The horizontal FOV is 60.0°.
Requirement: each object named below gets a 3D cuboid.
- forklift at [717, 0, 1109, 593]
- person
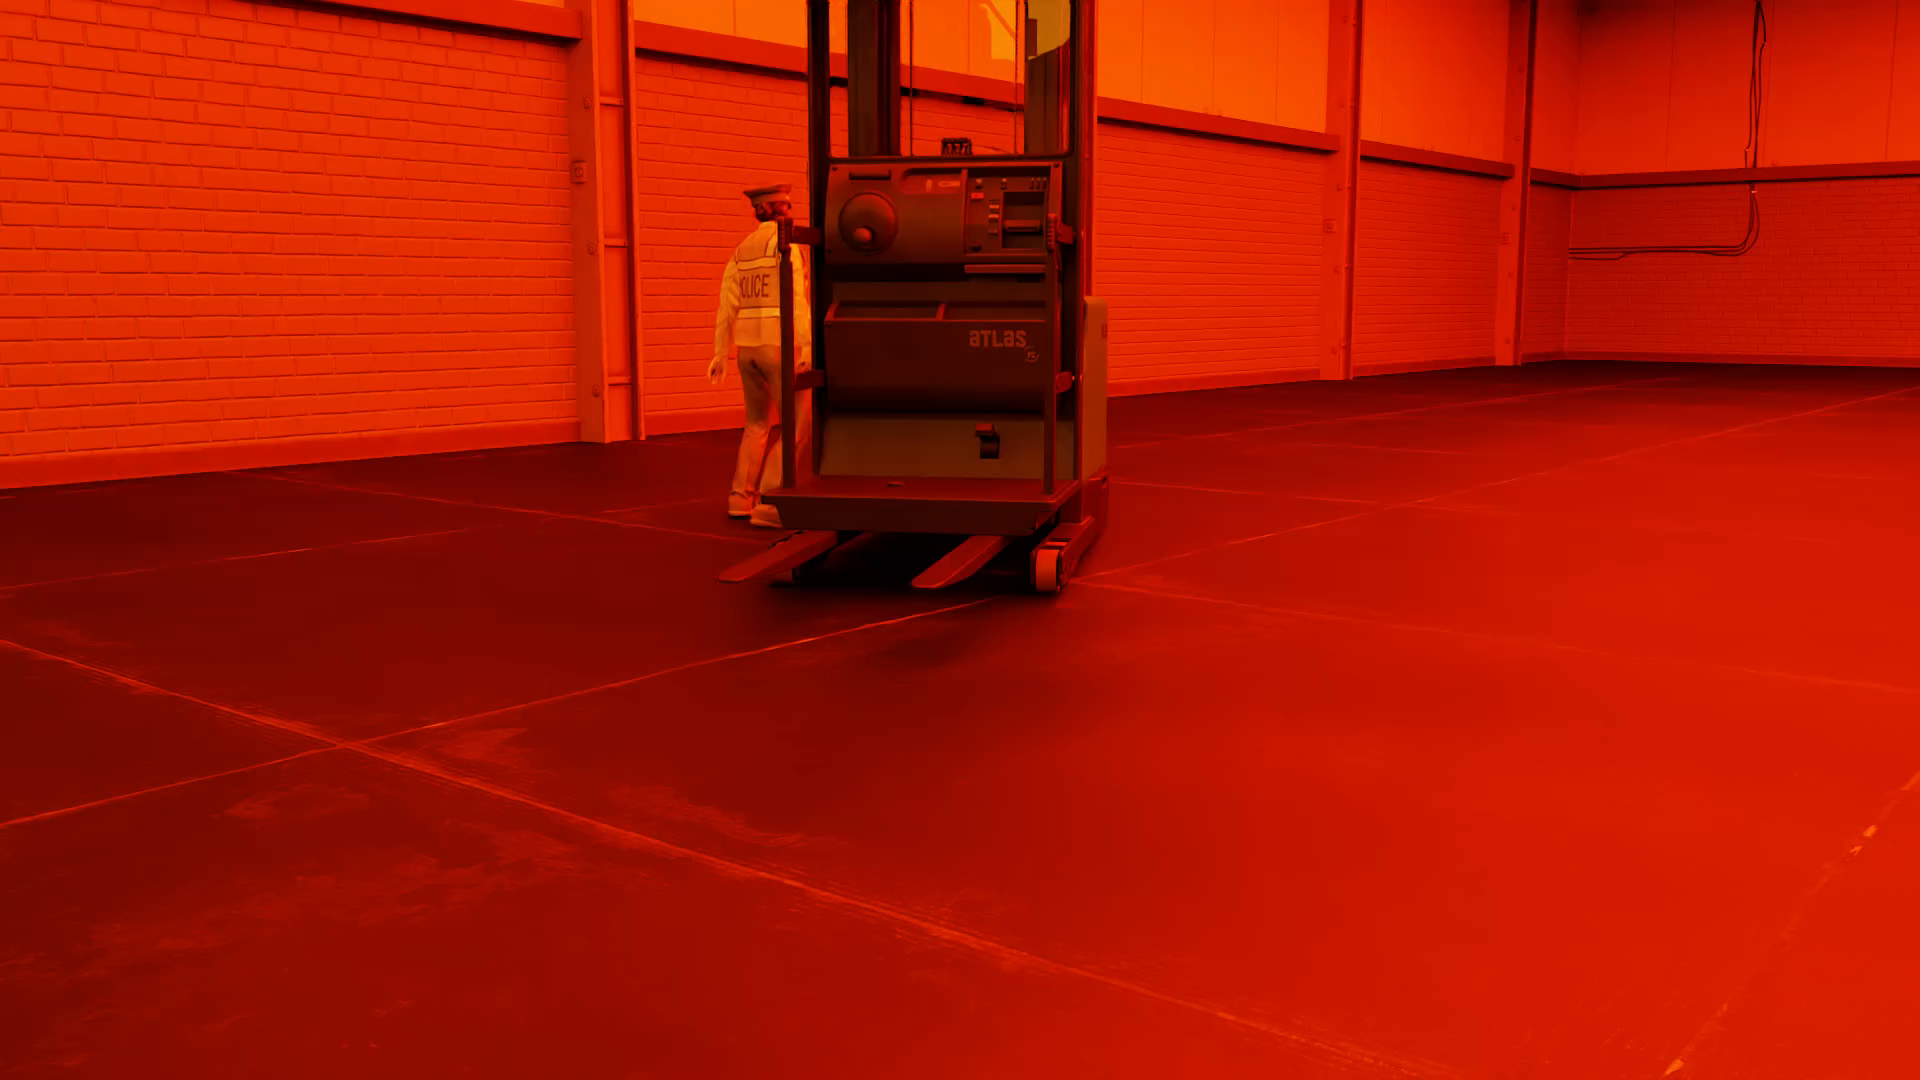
[{"bbox_3d":[-0.106,-1.313,6.257,1.130,2.935,3.031,2,8,11],"label":"forklift"},{"bbox_3d":[-0.914,-0.873,7.893,0.417,1.639,0.796,-8,11,-43],"label":"person"}]
